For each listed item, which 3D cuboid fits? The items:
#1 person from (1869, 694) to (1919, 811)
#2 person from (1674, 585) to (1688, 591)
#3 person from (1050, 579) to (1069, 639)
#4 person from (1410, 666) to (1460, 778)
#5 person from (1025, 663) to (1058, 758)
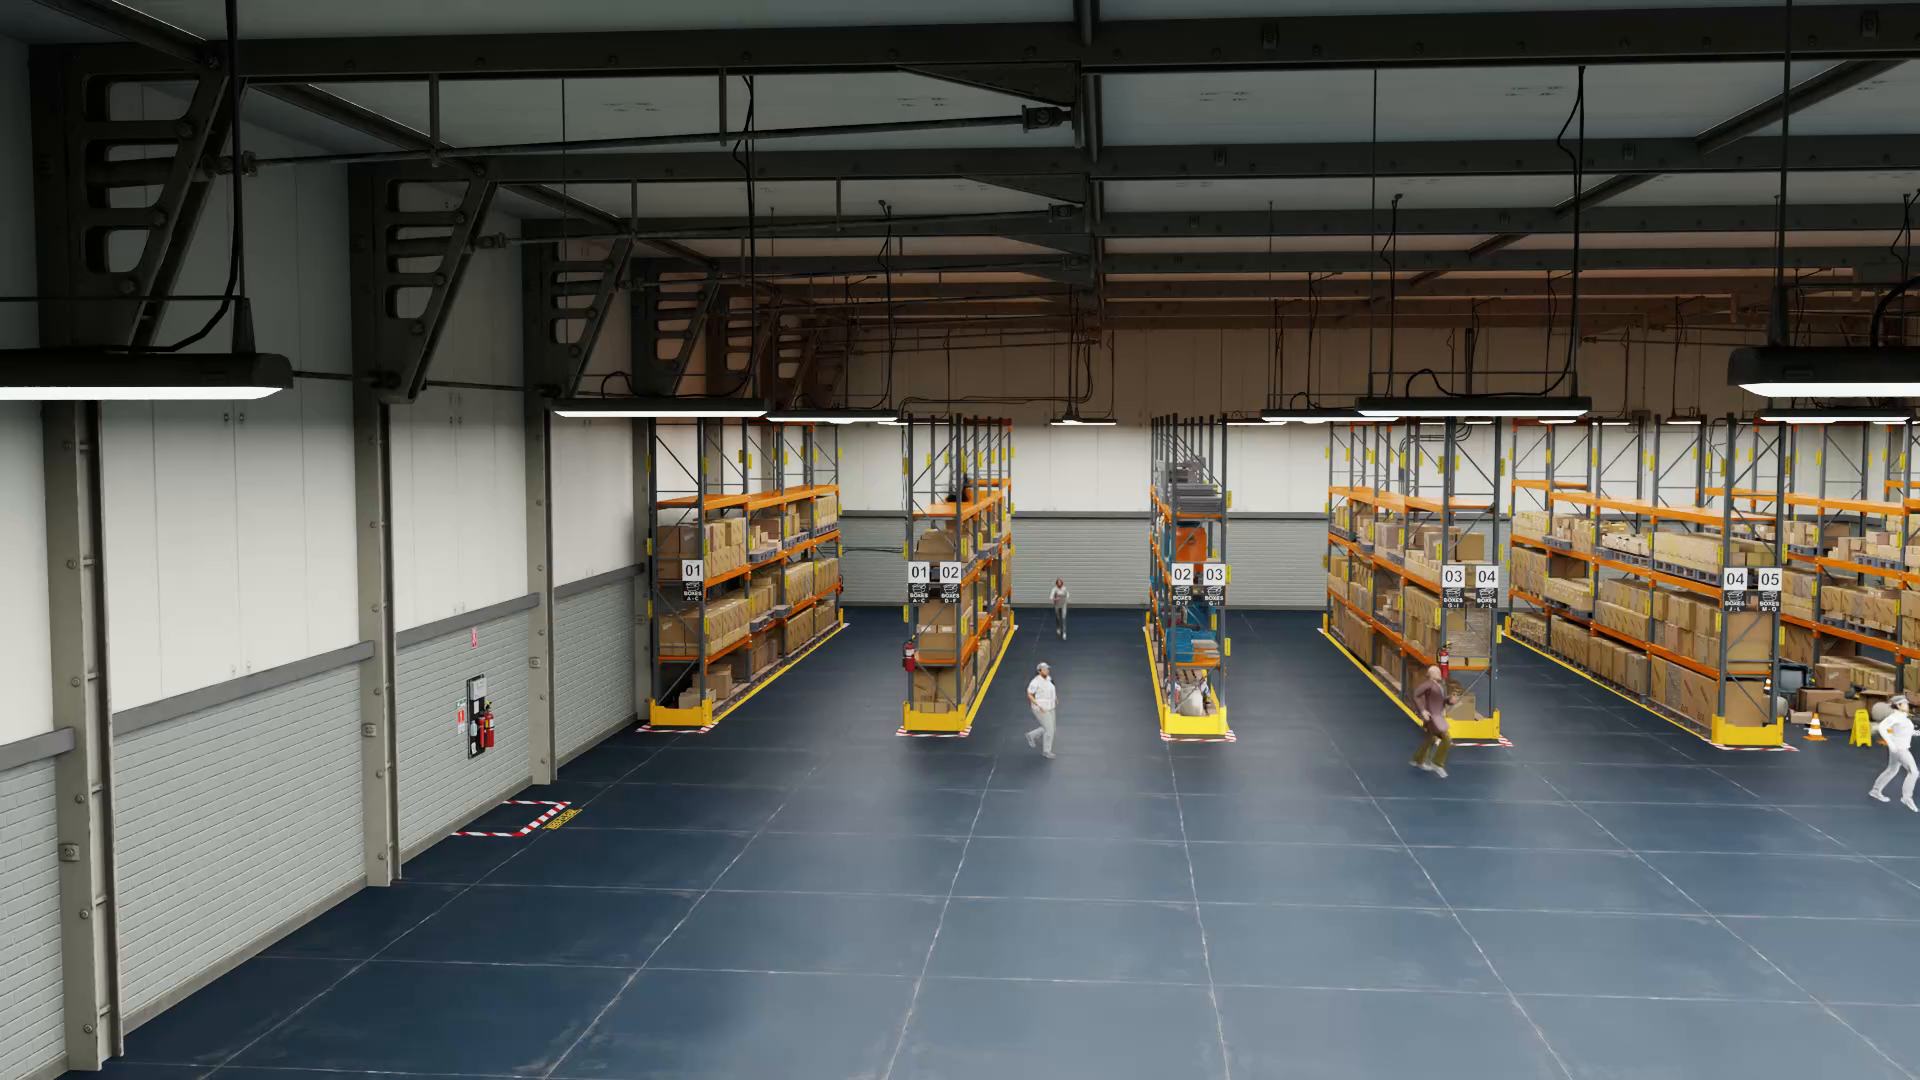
[{"bbox_3d":[14.155,3.189,25.089,0.748,1.752,0.578,3,5,34],"label":"person"},{"bbox_3d":[20.393,1.700,47.099,0.684,1.711,0.729,1,4,13],"label":"person"},{"bbox_3d":[2.717,1.855,45.319,0.549,1.617,0.839,0,4,-2],"label":"person"},{"bbox_3d":[7.827,3.002,27.436,0.820,1.830,0.663,2,4,31],"label":"person"},{"bbox_3d":[1.422,2.960,29.080,0.649,1.656,0.582,3,5,37],"label":"person"}]
